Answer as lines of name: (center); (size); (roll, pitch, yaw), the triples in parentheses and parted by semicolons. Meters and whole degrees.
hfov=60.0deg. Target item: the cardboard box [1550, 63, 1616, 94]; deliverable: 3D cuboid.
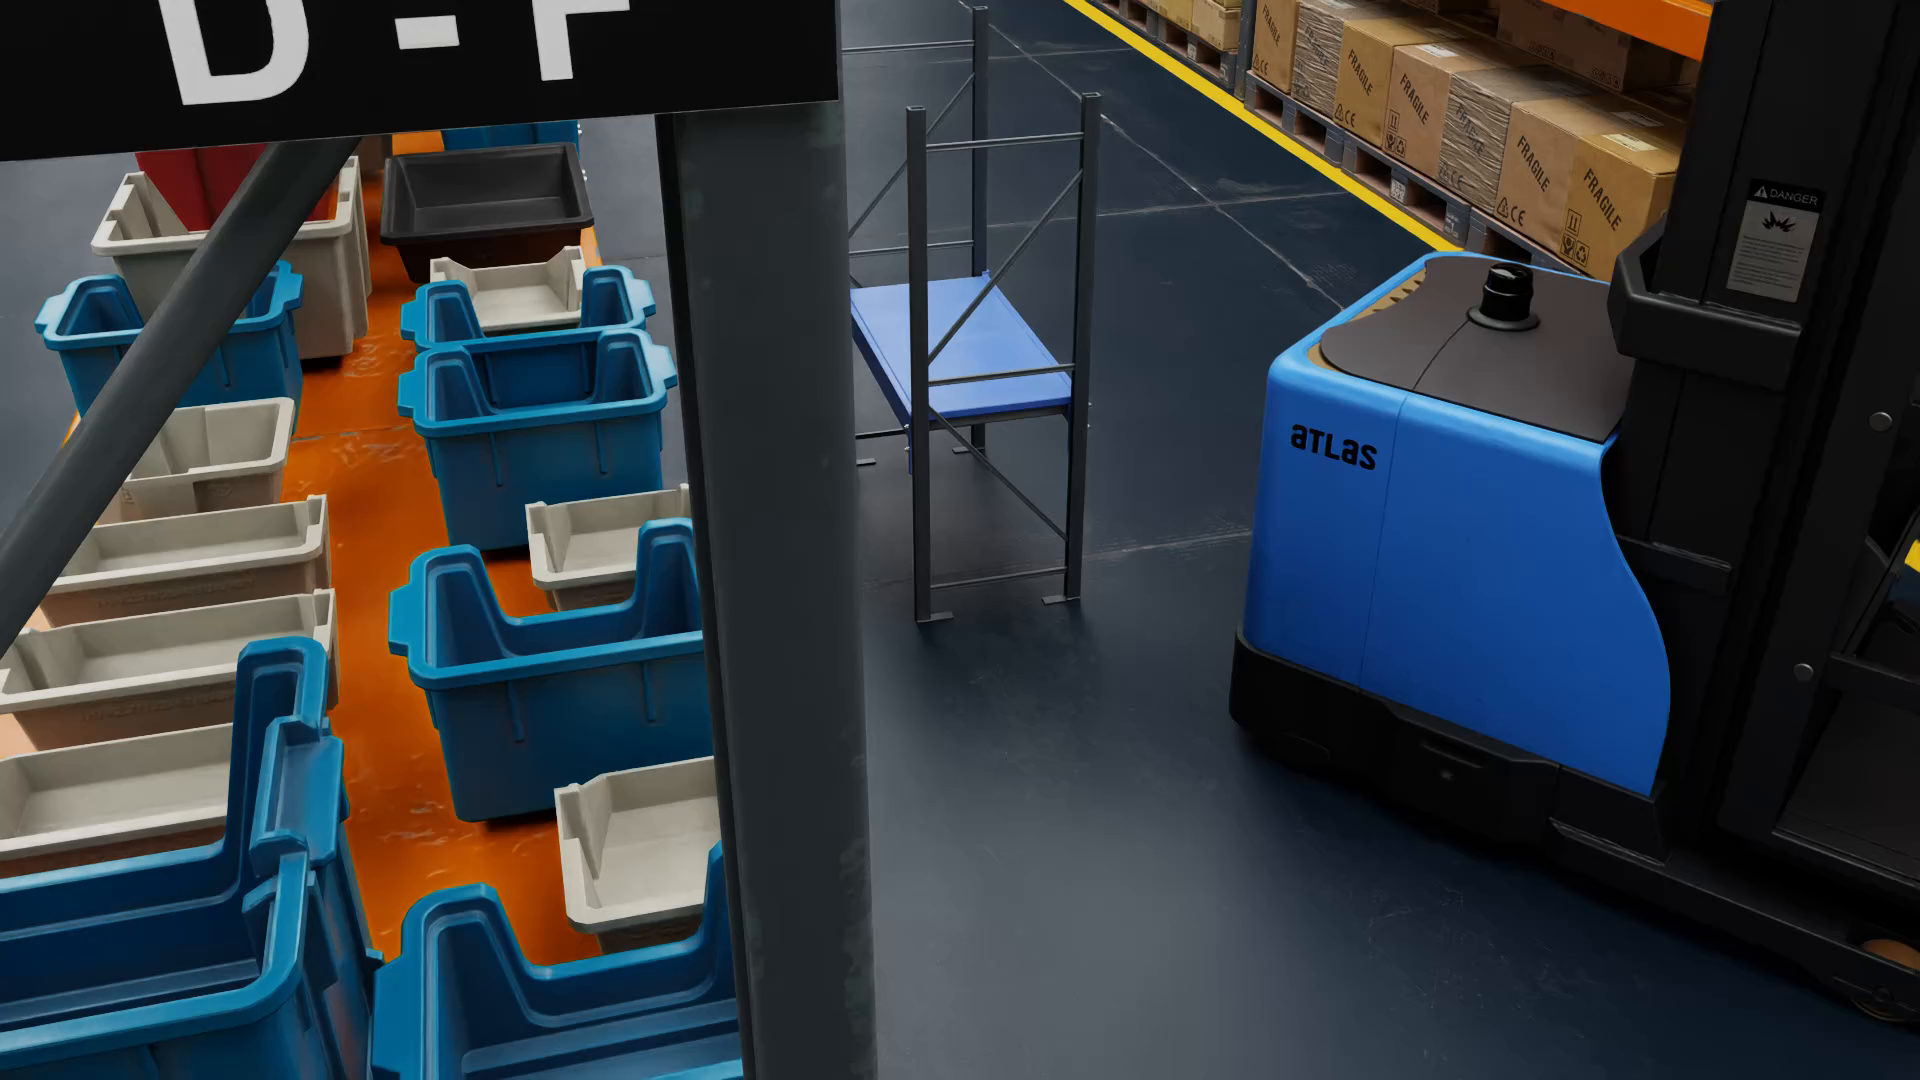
cardboard box: (2.988, -1.864, 7.533); (0.500, 0.500, 0.500); (-7, 31, -13)

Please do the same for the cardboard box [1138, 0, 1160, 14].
cardboard box: (1.452, -3.628, 10.850); (0.500, 0.250, 0.500); (-7, 31, -12)

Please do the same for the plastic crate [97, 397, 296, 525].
plastic crate: (-1.204, -0.098, 2.628); (0.298, 0.136, 0.250); (-8, 31, -13)

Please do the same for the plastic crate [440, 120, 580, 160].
plastic crate: (-1.165, -1.173, 4.239); (0.392, 0.384, 0.575); (-8, 31, -13)

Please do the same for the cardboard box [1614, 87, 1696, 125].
cardboard box: (3.113, -1.622, 7.114); (0.500, 0.500, 0.500); (-7, 31, -13)

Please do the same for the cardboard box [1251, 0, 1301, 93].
cardboard box: (1.943, -2.774, 9.104); (0.500, 0.500, 0.500); (-7, 31, -11)

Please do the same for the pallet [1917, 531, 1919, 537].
pallet: (3.341, -0.453, 5.821); (1.003, 0.211, 1.213); (-8, 31, -13)

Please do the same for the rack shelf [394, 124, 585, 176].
rack shelf: (-2.148, -1.989, 6.410); (1.077, 0.370, 4.000); (-8, 31, -13)

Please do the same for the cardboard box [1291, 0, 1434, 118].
cardboard box: (2.087, -2.522, 8.669); (0.500, 0.500, 0.500); (-9, 31, -15)

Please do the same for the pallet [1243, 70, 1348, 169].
pallet: (2.259, -2.351, 9.101); (1.003, 0.211, 1.213); (-8, 31, -13)

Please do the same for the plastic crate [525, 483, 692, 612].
plastic crate: (-0.489, 0.029, 2.409); (0.250, 0.136, 0.298); (-8, 31, -13)

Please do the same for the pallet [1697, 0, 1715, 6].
pallet: (3.052, -2.309, 6.436); (1.003, 0.211, 1.213); (-8, 31, -13)

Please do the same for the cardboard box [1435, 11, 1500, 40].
cardboard box: (2.709, -2.361, 8.391); (0.500, 0.500, 0.500); (-9, 31, -15)

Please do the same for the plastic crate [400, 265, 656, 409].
plastic crate: (-0.733, -0.300, 2.881); (0.416, 0.233, 0.300); (-8, 31, -13)

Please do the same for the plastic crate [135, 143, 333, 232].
plastic crate: (-1.622, -0.924, 3.728); (0.402, 0.464, 0.583); (-8, 31, -13)

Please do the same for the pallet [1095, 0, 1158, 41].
pallet: (1.596, -3.707, 11.444); (1.003, 0.211, 1.213); (-8, 31, -13)

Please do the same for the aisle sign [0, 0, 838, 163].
aisle sign: (-0.250, -0.532, 0.581); (0.394, 0.787, 0.004); (-8, 31, -13)

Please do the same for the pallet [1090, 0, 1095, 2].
pallet: (1.269, -4.298, 12.464); (1.003, 0.211, 1.213); (-8, 31, -13)

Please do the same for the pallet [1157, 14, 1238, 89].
pallet: (1.917, -3.119, 10.428); (1.003, 0.211, 1.213); (-8, 31, -13)

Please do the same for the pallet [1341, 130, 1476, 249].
pallet: (2.579, -1.763, 8.085); (1.003, 0.211, 1.213); (-8, 31, -13)

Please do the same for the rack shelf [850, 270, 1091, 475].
rack shelf: (-0.023, -0.535, 5.036); (0.538, 0.185, 1.000); (-8, 31, -13)

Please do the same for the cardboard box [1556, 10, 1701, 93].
cardboard box: (3.000, -2.173, 7.318); (0.500, 0.250, 0.500); (-8, 31, -13)

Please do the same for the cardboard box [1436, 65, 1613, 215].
cardboard box: (2.496, -1.782, 7.391); (0.500, 0.500, 0.500); (-7, 31, -13)

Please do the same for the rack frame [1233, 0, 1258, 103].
rack frame: (2.097, -3.923, 9.034); (1.000, 3.000, 0.127); (-8, 31, -13)

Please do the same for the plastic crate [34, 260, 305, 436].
plastic crate: (-1.348, -0.314, 2.905); (0.416, 0.233, 0.300); (-8, 31, -13)

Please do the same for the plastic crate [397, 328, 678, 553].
plastic crate: (-0.653, -0.155, 2.631); (0.416, 0.233, 0.300); (-8, 31, -13)

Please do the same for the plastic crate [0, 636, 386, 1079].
plastic crate: (-0.825, 0.419, 1.436); (0.616, 0.435, 0.499); (-8, 31, -13)

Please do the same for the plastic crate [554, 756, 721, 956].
plastic crate: (-0.309, 0.357, 1.843); (0.250, 0.136, 0.298); (-8, 31, -13)

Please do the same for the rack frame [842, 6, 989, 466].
rack frame: (-0.158, -0.936, 5.370); (0.500, 1.500, 0.032); (-8, 31, -13)

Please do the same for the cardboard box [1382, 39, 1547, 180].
cardboard box: (2.359, -2.028, 7.815); (0.500, 0.500, 0.500); (-9, 31, -15)

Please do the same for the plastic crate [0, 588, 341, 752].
plastic crate: (-1.010, 0.174, 2.159); (0.396, 0.136, 0.243); (-8, 31, -13)

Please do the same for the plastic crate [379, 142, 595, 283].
plastic crate: (-1.061, -0.737, 3.743); (0.437, 0.125, 0.590); (-8, 31, -13)

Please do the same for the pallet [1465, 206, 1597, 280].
pallet: (2.907, -1.172, 7.065); (1.003, 0.211, 1.213); (-8, 31, -13)

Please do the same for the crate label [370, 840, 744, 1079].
crate label: (-0.304, 0.481, 1.532); (0.416, 0.233, 0.303); (-8, 31, -13)

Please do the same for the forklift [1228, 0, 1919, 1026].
forklift: (2.183, -0.502, 3.191); (3.031, 2.935, 1.130); (21, 36, 31)

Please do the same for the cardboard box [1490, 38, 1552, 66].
cardboard box: (2.854, -2.109, 7.955); (0.500, 0.500, 0.500); (-9, 31, -15)

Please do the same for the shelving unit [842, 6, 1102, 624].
shelving unit: (-0.023, -0.690, 4.945); (0.538, 1.500, 1.048); (-8, 31, -13)

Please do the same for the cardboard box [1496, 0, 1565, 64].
cardboard box: (2.867, -2.416, 7.737); (0.500, 0.250, 0.500); (-8, 31, -14)

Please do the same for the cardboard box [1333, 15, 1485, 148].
cardboard box: (2.215, -2.279, 8.249); (0.500, 0.500, 0.500); (-8, 31, -14)

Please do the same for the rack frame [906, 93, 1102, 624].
rack frame: (0.112, -0.445, 4.521); (0.500, 1.500, 0.032); (-8, 31, -13)

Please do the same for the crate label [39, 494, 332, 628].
crate label: (-1.107, 0.043, 2.385); (0.396, 0.136, 0.243); (-8, 31, -13)

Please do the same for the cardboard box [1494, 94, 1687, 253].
cardboard box: (2.629, -1.540, 6.972); (0.500, 0.500, 0.500); (-8, 31, -13)

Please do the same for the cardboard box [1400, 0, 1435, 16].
cardboard box: (2.572, -2.611, 8.823); (0.500, 0.500, 0.500); (-7, 31, -11)

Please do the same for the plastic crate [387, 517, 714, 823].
plastic crate: (-0.479, 0.163, 2.082); (0.416, 0.233, 0.300); (-8, 31, -13)

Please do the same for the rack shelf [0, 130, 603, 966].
rack shelf: (-1.087, -0.057, 3.073); (1.077, 0.370, 4.000); (-8, 31, -13)

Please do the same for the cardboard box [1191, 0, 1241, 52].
cardboard box: (1.723, -3.137, 10.000); (0.500, 0.250, 0.500); (-7, 31, -12)

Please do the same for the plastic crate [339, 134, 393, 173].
plastic crate: (-1.632, -1.003, 4.191); (0.396, 0.136, 0.243); (-8, 31, -13)

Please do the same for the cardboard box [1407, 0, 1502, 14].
cardboard box: (2.591, -2.909, 8.589); (0.500, 0.250, 0.500); (-7, 31, -11)

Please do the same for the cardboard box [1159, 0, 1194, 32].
cardboard box: (1.582, -3.385, 10.430); (0.500, 0.250, 0.500); (-8, 31, -14)

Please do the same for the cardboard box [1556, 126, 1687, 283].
cardboard box: (2.752, -1.300, 6.558); (0.500, 0.500, 0.500); (-8, 31, -14)

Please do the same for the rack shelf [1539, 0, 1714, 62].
rack shelf: (2.628, -2.646, 7.545); (1.077, 0.370, 4.000); (-8, 31, -13)

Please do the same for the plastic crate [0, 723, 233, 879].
plastic crate: (-0.947, 0.316, 1.914); (0.396, 0.136, 0.243); (-8, 31, -13)

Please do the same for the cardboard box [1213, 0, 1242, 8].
cardboard box: (1.721, -3.378, 9.857); (0.500, 0.311, 0.500); (-7, 31, -12)

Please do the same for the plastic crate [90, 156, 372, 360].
plastic crate: (-1.390, -0.547, 3.260); (0.437, 0.282, 0.530); (-8, 31, -13)

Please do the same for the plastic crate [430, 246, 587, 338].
plastic crate: (-0.865, -0.445, 3.228); (0.293, 0.136, 0.466); (-8, 31, -13)
